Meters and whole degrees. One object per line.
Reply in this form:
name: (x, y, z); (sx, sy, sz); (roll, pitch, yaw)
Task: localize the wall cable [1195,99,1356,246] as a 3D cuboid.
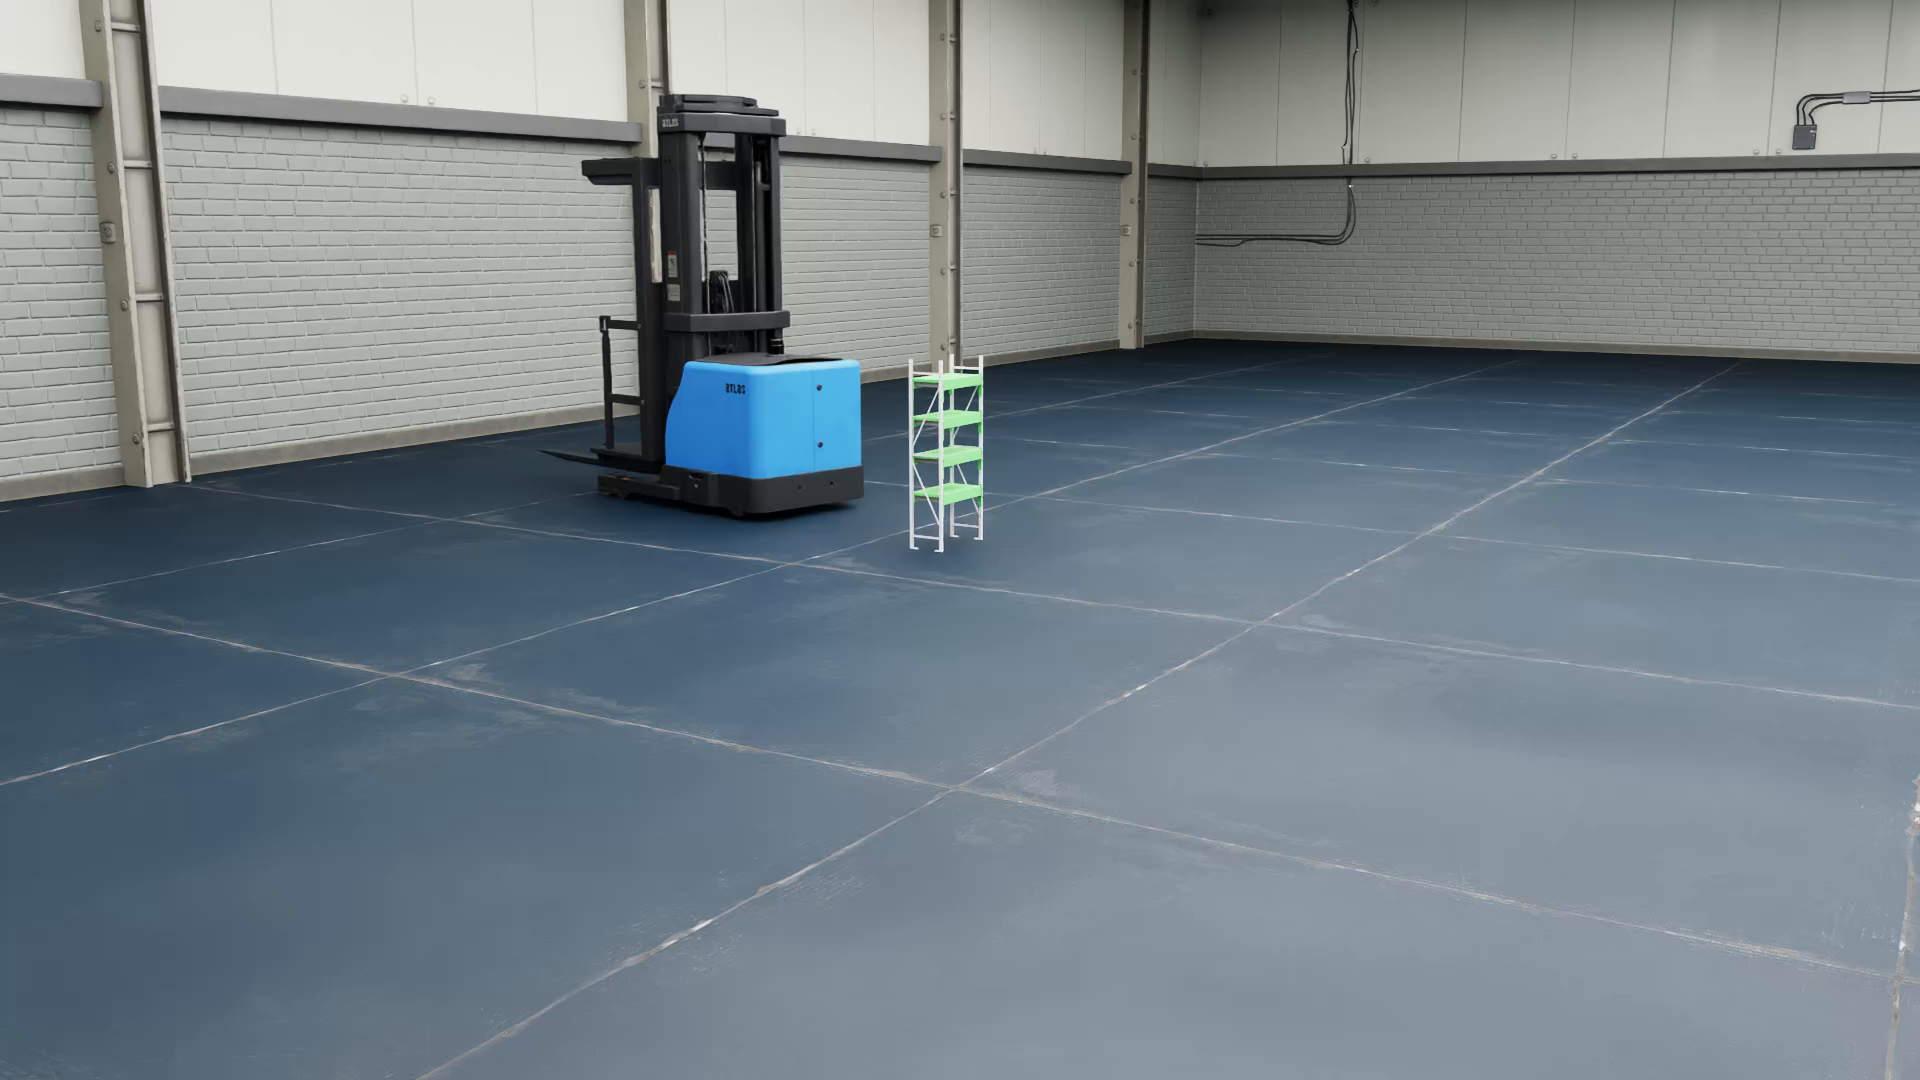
wall cable: (5.582, -6.523, 29.694); (3.097, 2.526, 0.112); (6, 12, 31)

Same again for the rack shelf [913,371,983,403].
rack shelf: (-0.086, -0.973, 10.543); (0.258, 0.148, 0.480); (6, 12, 31)

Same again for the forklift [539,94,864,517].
forklift: (-2.115, -1.807, 12.558); (3.031, 2.935, 1.130); (10, 15, 43)

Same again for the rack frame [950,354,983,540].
rack frame: (0.041, -0.602, 10.824); (0.240, 1.200, 0.015); (6, 12, 31)

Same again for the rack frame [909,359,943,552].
rack frame: (-0.213, -0.525, 10.414); (0.240, 1.200, 0.015); (6, 12, 31)

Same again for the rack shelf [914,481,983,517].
rack shelf: (-0.086, -0.265, 10.675); (0.258, 0.148, 0.480); (6, 12, 31)

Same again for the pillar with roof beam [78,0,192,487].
pillar with roof beam: (-2.743, -4.470, 10.290); (9.100, 9.000, 0.400); (6, 12, 31)

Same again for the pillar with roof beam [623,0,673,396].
pillar with roof beam: (0.372, -5.413, 15.331); (9.100, 9.000, 0.400); (6, 12, 31)

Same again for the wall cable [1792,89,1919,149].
wall cable: (13.688, -8.811, 24.237); (2.305, 6.003, 0.169); (6, 12, 31)

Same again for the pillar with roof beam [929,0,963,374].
pillar with roof beam: (3.487, -6.357, 20.371); (9.100, 9.000, 0.400); (6, 12, 31)

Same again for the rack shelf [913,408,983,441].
rack shelf: (-0.086, -0.737, 10.587); (0.258, 0.148, 0.480); (6, 12, 31)

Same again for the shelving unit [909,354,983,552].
shelving unit: (-0.086, -0.564, 10.619); (0.258, 1.200, 0.503); (6, 12, 31)

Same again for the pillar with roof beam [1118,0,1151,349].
pillar with roof beam: (6.602, -7.301, 25.411); (9.100, 9.000, 0.400); (6, 12, 31)

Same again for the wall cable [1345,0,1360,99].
wall cable: (7.895, -8.747, 27.849); (3.097, 2.526, 0.112); (6, 12, 31)

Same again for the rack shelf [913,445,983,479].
rack shelf: (-0.086, -0.501, 10.631); (0.258, 0.148, 0.480); (6, 12, 31)
